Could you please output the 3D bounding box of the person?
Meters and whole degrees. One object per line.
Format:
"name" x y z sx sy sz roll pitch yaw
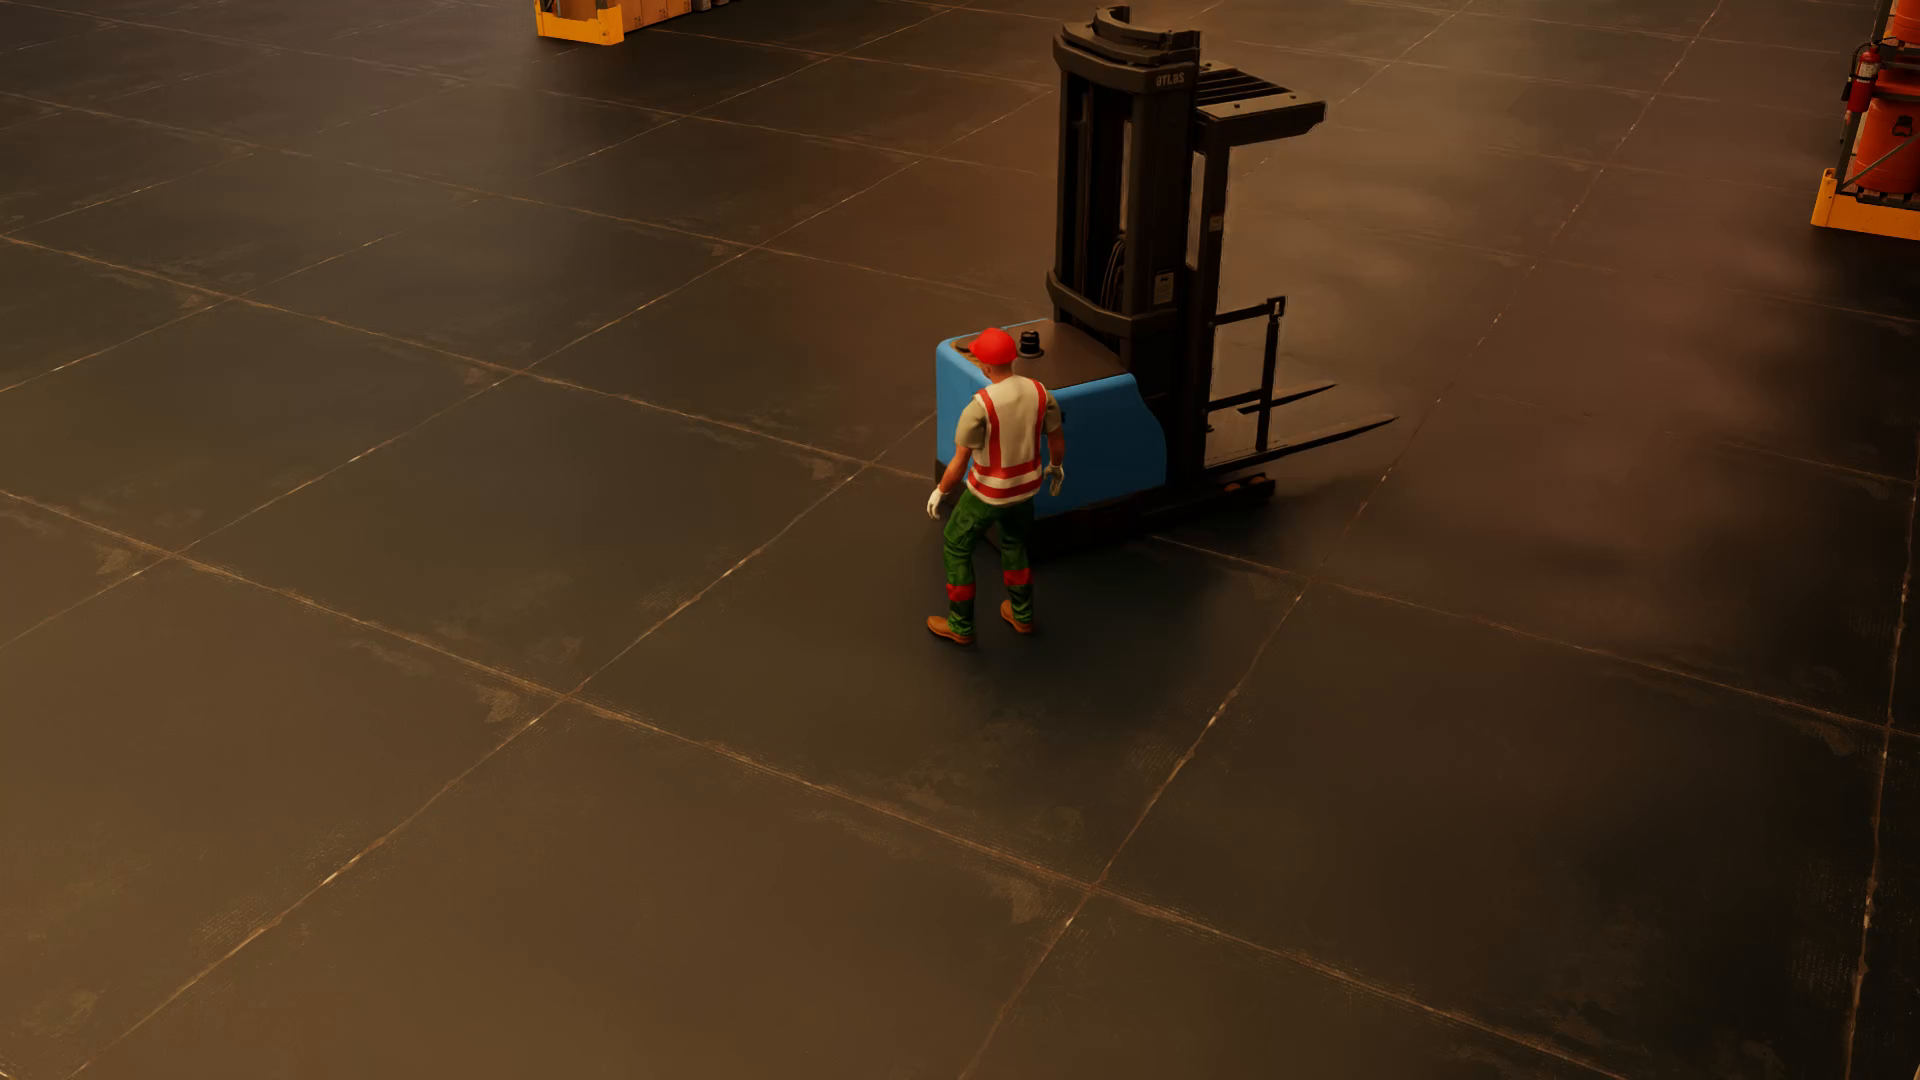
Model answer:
"person" 0.199 -0.288 8.756 0.815 1.754 0.398 -18 34 -28

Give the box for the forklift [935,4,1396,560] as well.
"forklift" 1.386 -1.670 9.964 3.031 2.935 1.130 -15 33 -24
